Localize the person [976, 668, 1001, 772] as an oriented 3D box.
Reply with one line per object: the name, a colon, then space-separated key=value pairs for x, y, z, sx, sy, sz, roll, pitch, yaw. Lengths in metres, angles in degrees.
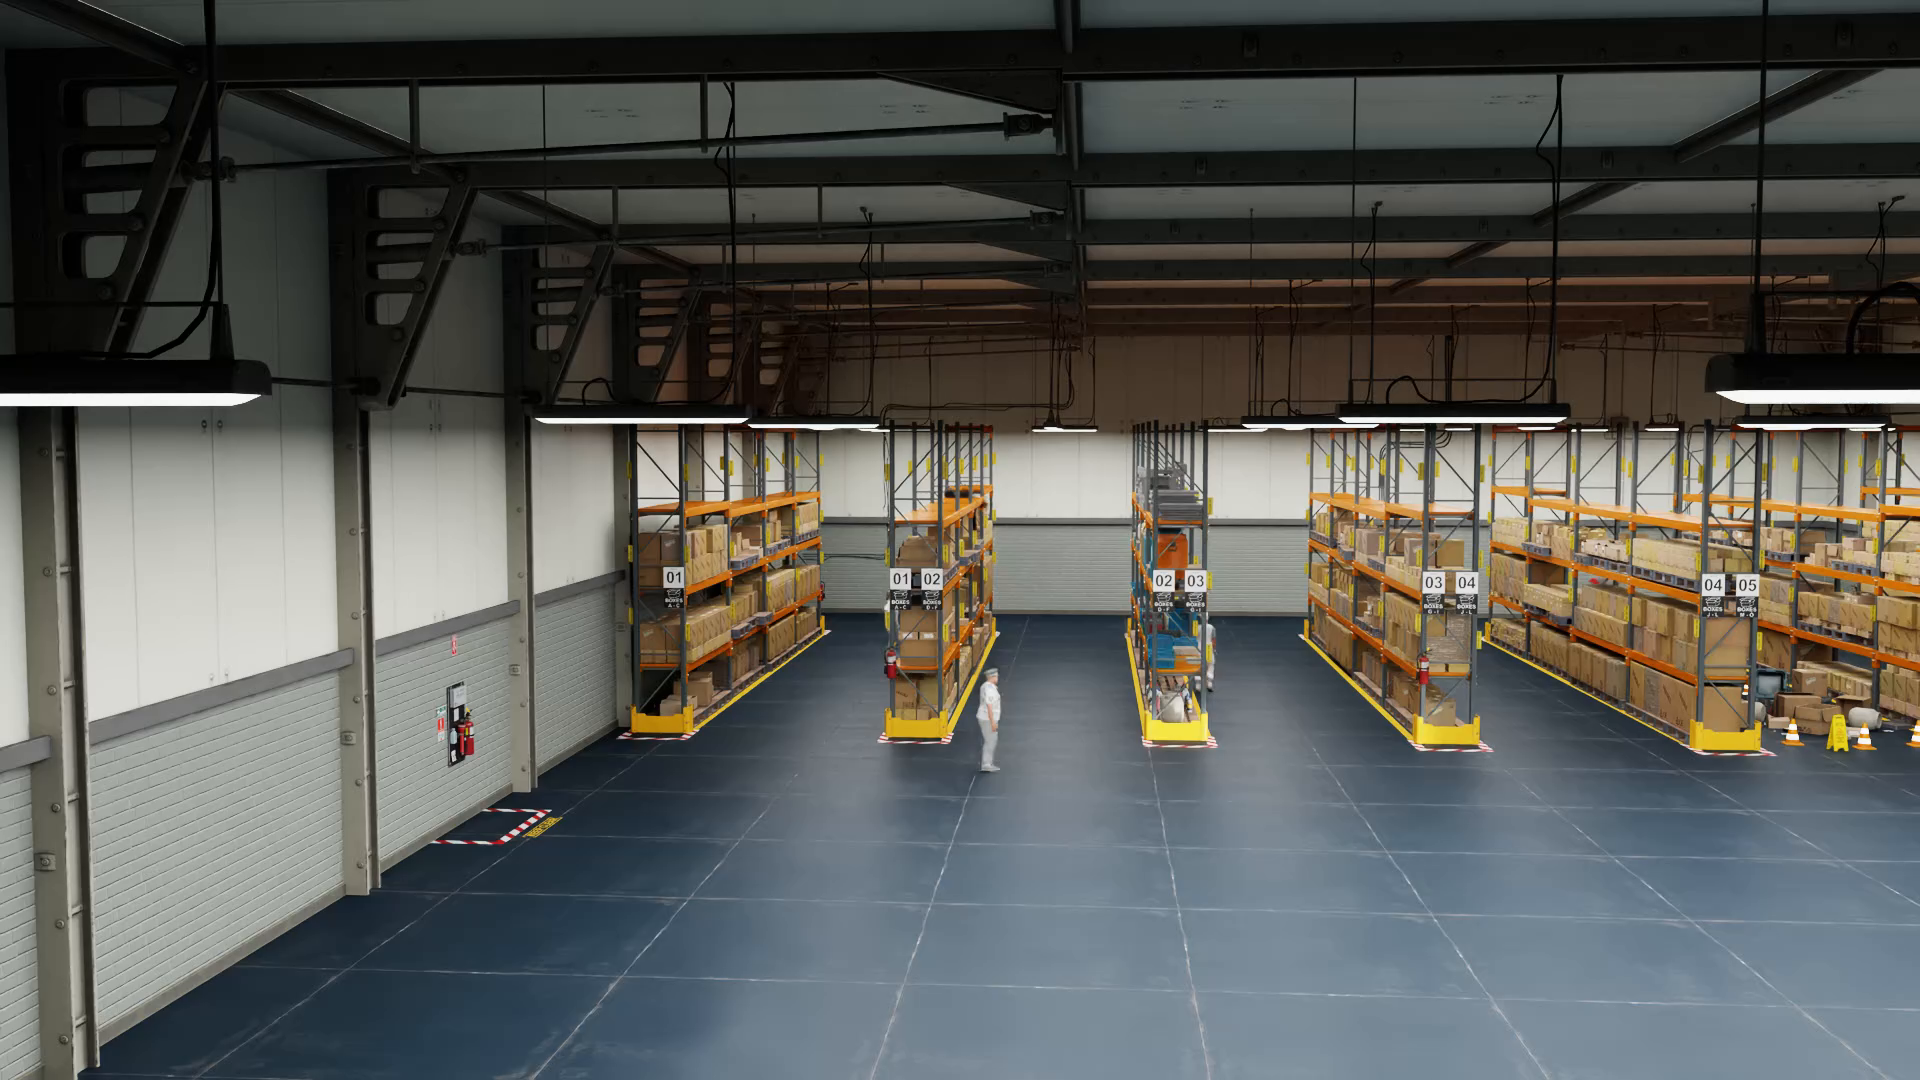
person: x=0.511 y=3.081 z=28.320 sx=0.394 sy=1.801 sz=0.629 roll=0 pitch=4 yaw=-7

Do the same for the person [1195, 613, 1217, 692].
person: x=5.419 y=2.495 z=36.998 sx=0.552 sy=1.826 sz=0.434 roll=2 pitch=4 yaw=26

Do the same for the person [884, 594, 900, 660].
person: x=-1.669 y=2.175 z=41.369 sx=0.366 sy=1.726 sz=0.516 roll=2 pitch=4 yaw=24

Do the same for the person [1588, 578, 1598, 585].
person: x=17.400 y=1.936 z=45.817 sx=0.645 sy=1.794 sz=0.796 roll=-4 pitch=5 yaw=-44
